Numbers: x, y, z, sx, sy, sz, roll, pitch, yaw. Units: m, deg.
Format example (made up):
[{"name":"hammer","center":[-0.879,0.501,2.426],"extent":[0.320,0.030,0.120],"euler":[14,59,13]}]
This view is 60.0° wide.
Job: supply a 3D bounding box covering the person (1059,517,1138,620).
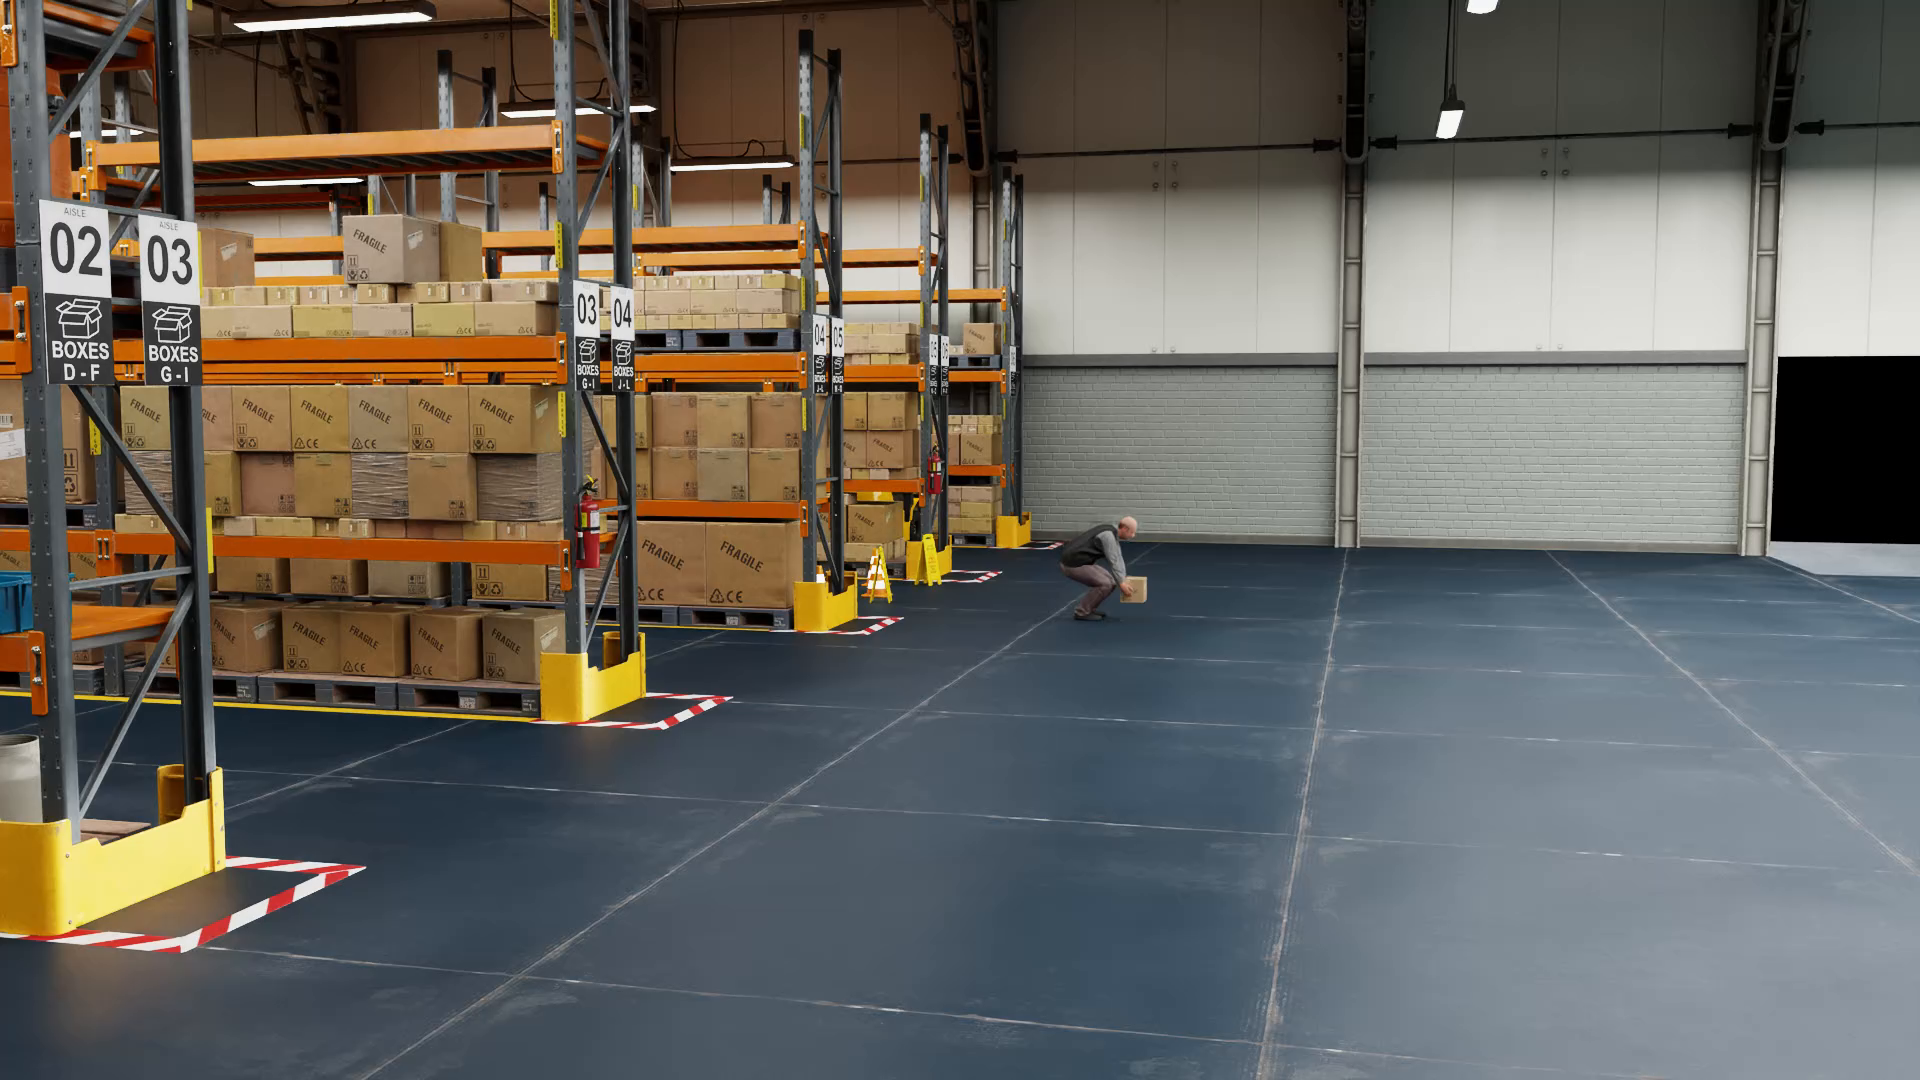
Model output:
[{"name":"person","center":[1.487,0.296,17.850],"extent":[0.824,1.104,0.561],"euler":[1,5,13]}]
